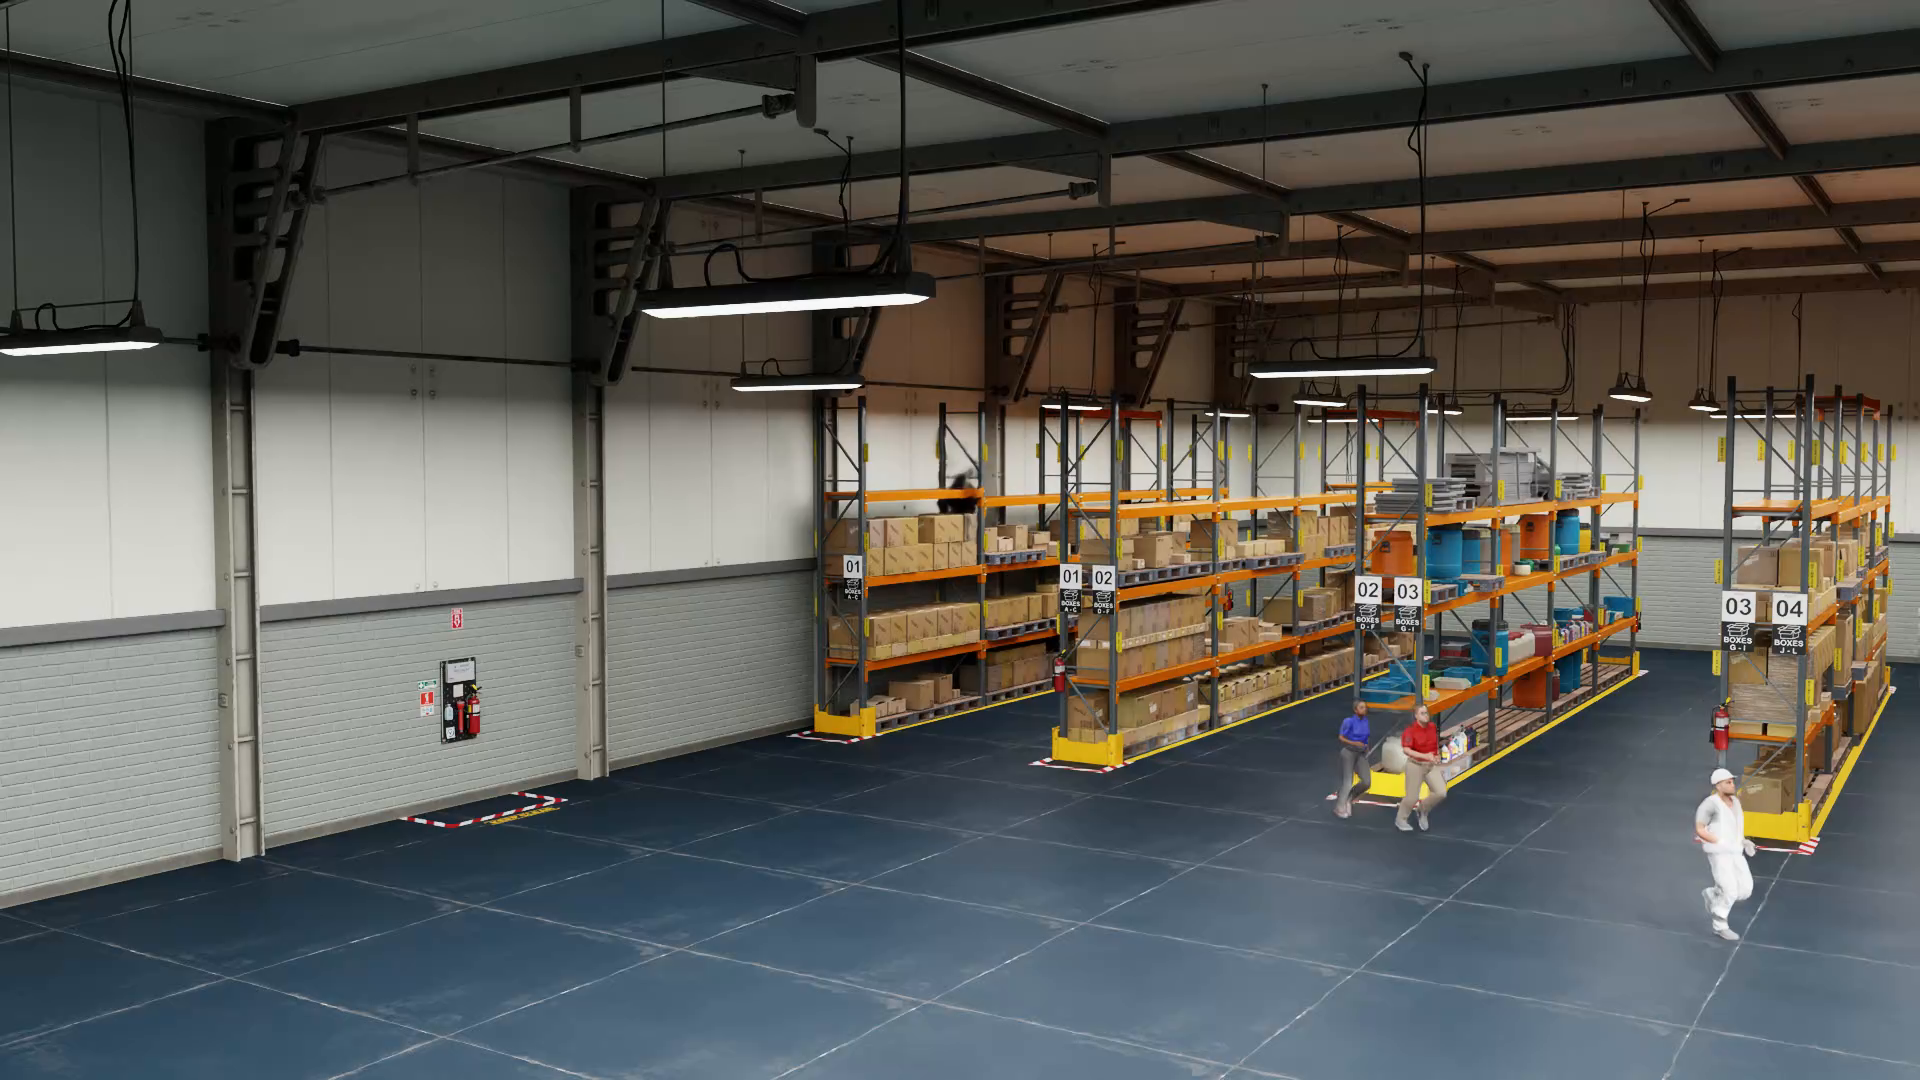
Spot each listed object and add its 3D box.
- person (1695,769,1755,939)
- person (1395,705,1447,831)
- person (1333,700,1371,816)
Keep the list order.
[{"bbox_3d":[7.886,3.233,17.200,0.657,1.742,0.601,-2,3,-27],"label":"person"},{"bbox_3d":[6.073,3.003,21.780,0.688,1.673,0.817,-1,3,-20],"label":"person"},{"bbox_3d":[5.473,3.002,22.817,0.590,1.597,0.596,-1,3,-24],"label":"person"}]
